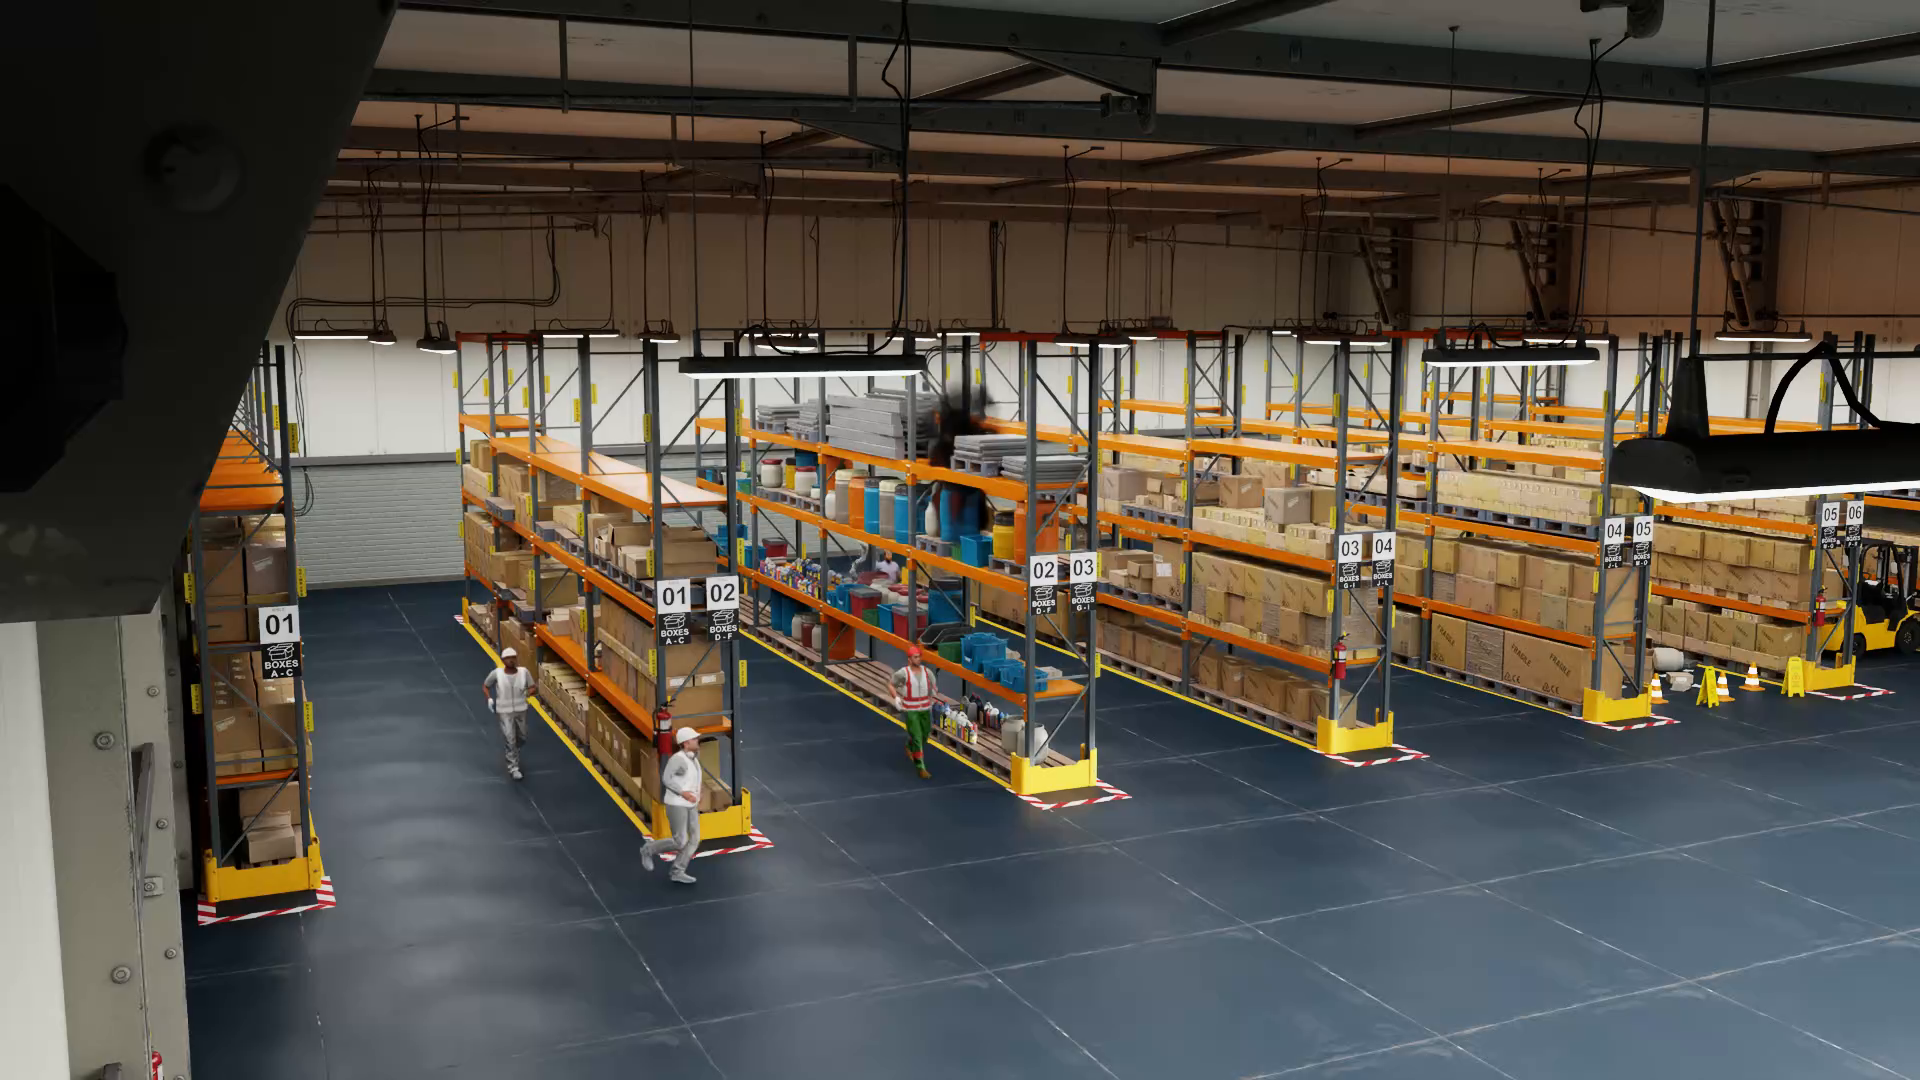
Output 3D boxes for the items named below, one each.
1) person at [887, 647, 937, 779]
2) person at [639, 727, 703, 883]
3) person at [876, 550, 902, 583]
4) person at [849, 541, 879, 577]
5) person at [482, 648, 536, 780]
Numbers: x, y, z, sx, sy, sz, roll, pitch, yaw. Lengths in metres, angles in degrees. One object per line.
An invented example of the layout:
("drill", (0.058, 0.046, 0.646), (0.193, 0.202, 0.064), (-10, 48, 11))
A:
("person", (-0.613, 2.350, 23.011), (0.667, 1.768, 0.954), (-4, 9, -27))
("person", (-3.215, 2.969, 18.887), (0.690, 1.696, 0.707), (3, 8, 19))
("person", (-1.451, 1.010, 33.501), (0.614, 1.605, 0.923), (-5, 9, -32))
("person", (-2.267, 0.116, 40.025), (0.843, 1.735, 0.630), (-2, 8, -12))
("person", (-6.196, 2.363, 22.973), (0.696, 1.763, 0.941), (-4, 9, -28))
